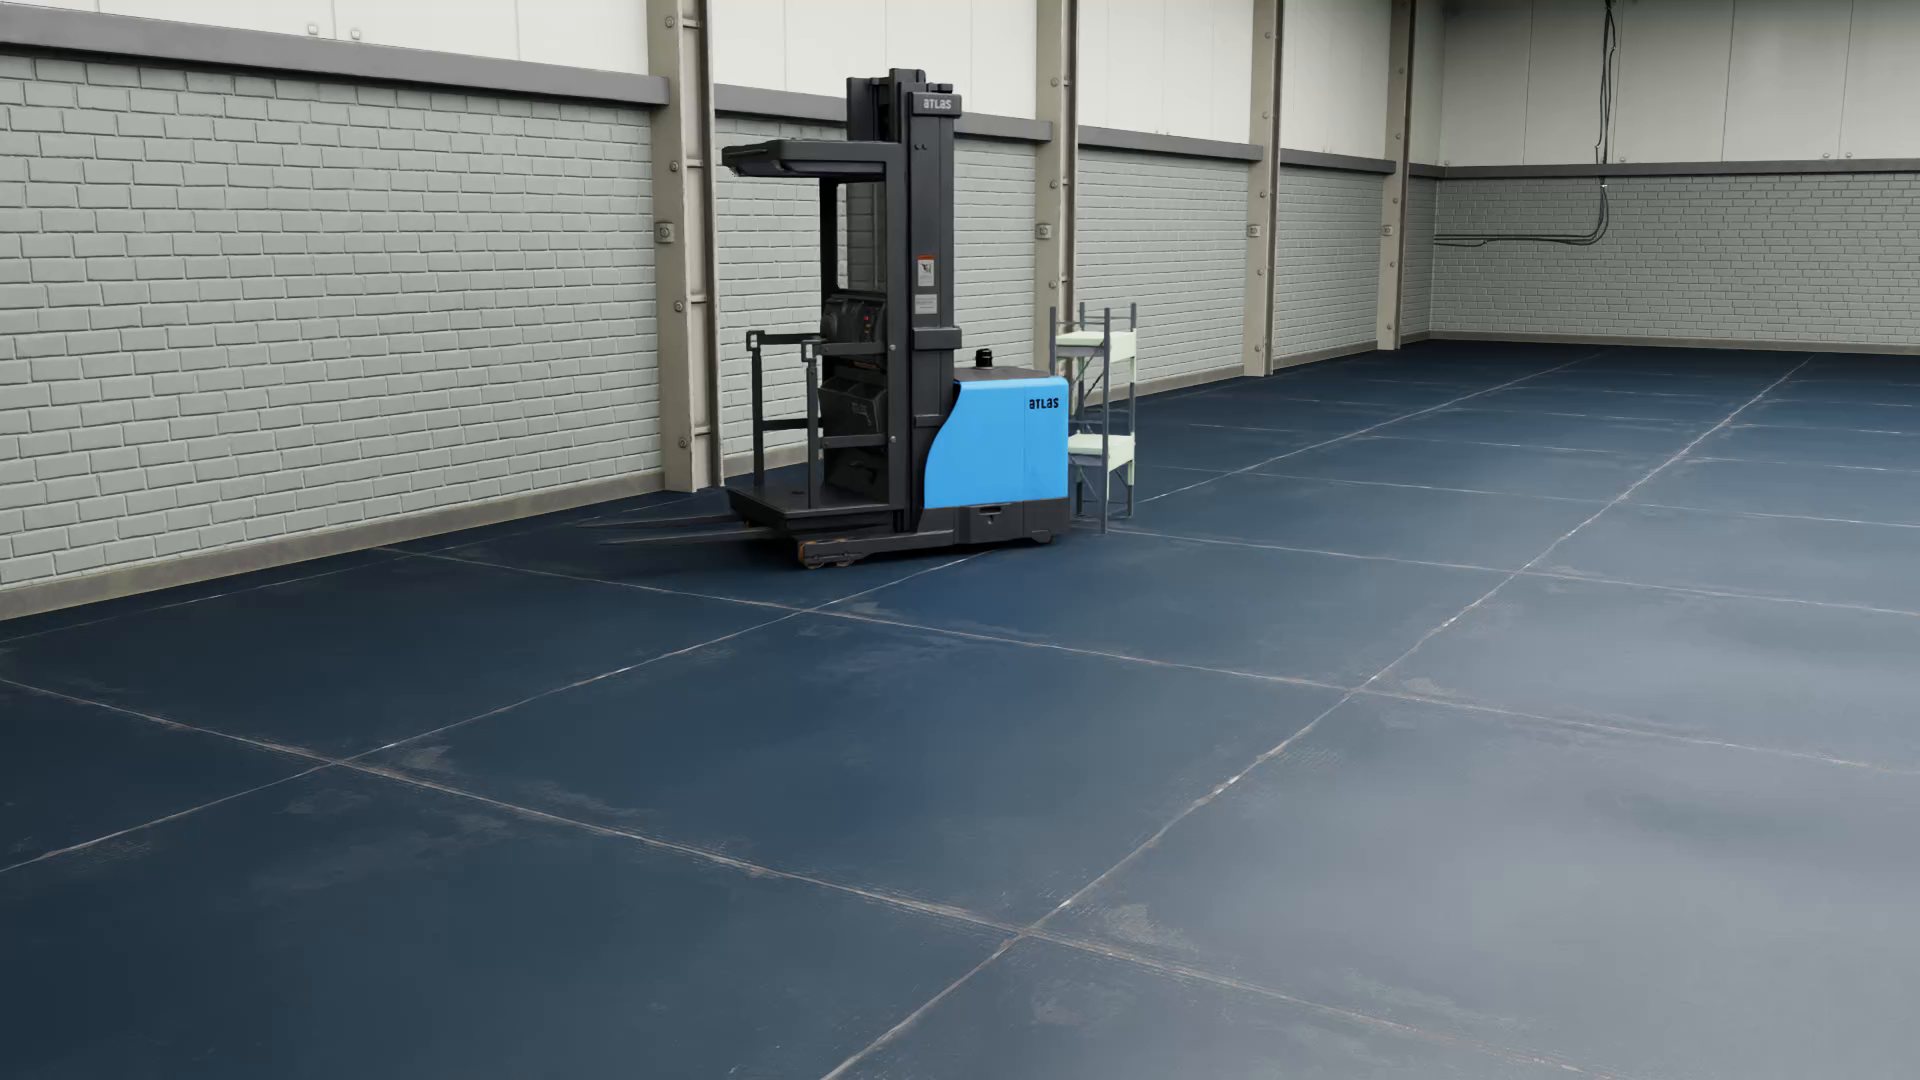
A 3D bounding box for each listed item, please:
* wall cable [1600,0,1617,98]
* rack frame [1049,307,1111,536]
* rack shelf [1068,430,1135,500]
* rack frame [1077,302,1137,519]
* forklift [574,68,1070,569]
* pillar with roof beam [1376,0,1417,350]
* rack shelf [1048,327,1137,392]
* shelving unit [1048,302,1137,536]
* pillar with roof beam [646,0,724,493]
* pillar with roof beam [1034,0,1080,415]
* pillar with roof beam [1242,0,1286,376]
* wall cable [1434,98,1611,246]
[{"bbox_3d":[12.223,-8.700,27.600,3.097,2.526,0.112,6,12,31],"label":"wall cable"},{"bbox_3d":[0.780,-0.775,10.930,0.400,1.500,0.023,4,11,19],"label":"rack frame"},{"bbox_3d":[0.900,-0.518,11.330,0.431,0.370,0.720,4,11,19],"label":"rack shelf"},{"bbox_3d":[1.021,-0.902,11.610,0.400,1.500,0.023,4,11,19],"label":"rack frame"},{"bbox_3d":[-0.848,-1.377,10.260,3.031,2.935,1.130,-5,12,-26],"label":"forklift"},{"bbox_3d":[10.930,-7.254,25.162,9.100,9.000,0.400,6,12,31],"label":"pillar with roof beam"},{"bbox_3d":[0.900,-1.222,11.198,0.431,0.370,0.720,4,11,19],"label":"rack shelf"},{"bbox_3d":[0.900,-0.838,11.270,0.431,1.500,0.755,4,11,19],"label":"shelving unit"},{"bbox_3d":[1.585,-4.423,10.041,9.100,9.000,0.400,6,12,31],"label":"pillar with roof beam"},{"bbox_3d":[4.700,-5.367,15.081,9.100,9.000,0.400,6,12,31],"label":"pillar with roof beam"},{"bbox_3d":[7.815,-6.310,20.122,9.100,9.000,0.400,6,12,31],"label":"pillar with roof beam"},{"bbox_3d":[9.911,-6.476,29.445,3.097,2.526,0.112,6,12,31],"label":"wall cable"}]
